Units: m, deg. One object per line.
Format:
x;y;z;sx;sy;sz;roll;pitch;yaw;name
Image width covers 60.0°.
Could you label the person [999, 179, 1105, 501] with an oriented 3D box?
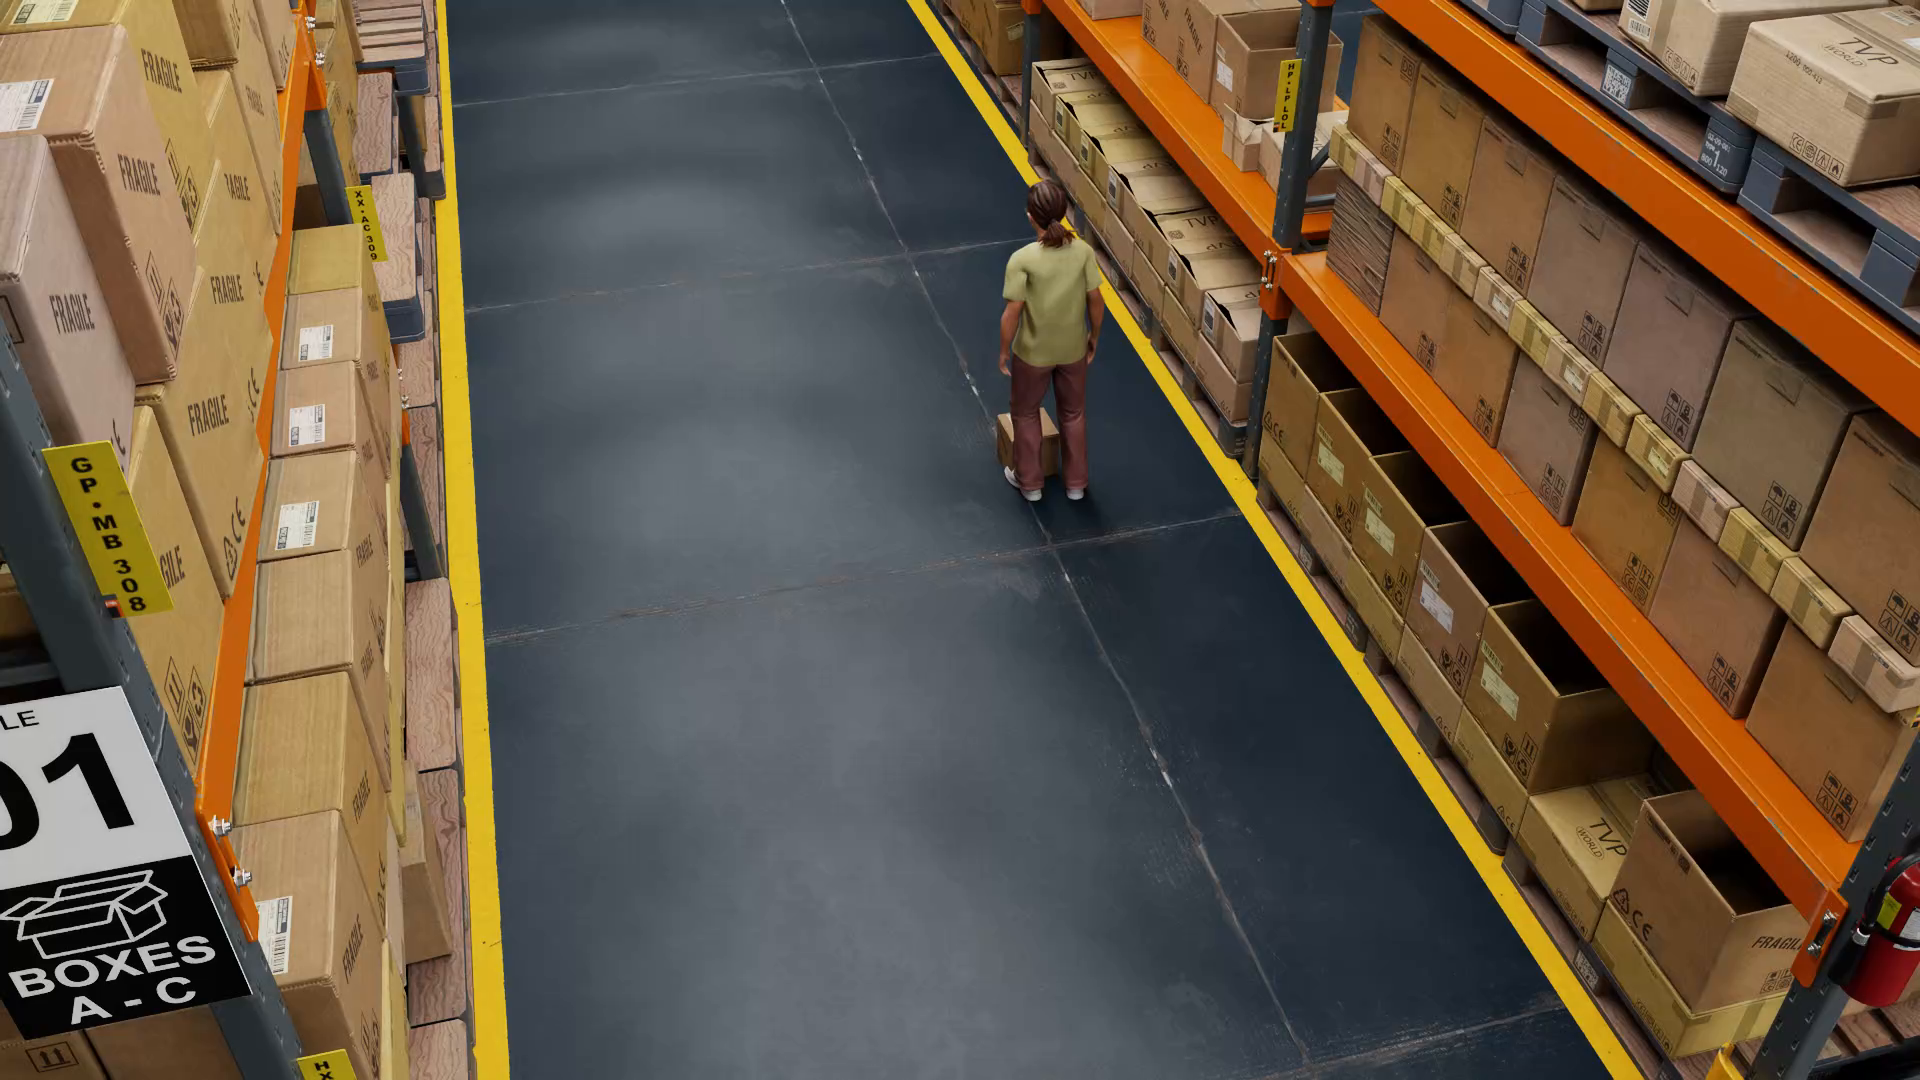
0.410;-0.914;7.871;0.500;1.673;0.404;-10;39;-12;person
